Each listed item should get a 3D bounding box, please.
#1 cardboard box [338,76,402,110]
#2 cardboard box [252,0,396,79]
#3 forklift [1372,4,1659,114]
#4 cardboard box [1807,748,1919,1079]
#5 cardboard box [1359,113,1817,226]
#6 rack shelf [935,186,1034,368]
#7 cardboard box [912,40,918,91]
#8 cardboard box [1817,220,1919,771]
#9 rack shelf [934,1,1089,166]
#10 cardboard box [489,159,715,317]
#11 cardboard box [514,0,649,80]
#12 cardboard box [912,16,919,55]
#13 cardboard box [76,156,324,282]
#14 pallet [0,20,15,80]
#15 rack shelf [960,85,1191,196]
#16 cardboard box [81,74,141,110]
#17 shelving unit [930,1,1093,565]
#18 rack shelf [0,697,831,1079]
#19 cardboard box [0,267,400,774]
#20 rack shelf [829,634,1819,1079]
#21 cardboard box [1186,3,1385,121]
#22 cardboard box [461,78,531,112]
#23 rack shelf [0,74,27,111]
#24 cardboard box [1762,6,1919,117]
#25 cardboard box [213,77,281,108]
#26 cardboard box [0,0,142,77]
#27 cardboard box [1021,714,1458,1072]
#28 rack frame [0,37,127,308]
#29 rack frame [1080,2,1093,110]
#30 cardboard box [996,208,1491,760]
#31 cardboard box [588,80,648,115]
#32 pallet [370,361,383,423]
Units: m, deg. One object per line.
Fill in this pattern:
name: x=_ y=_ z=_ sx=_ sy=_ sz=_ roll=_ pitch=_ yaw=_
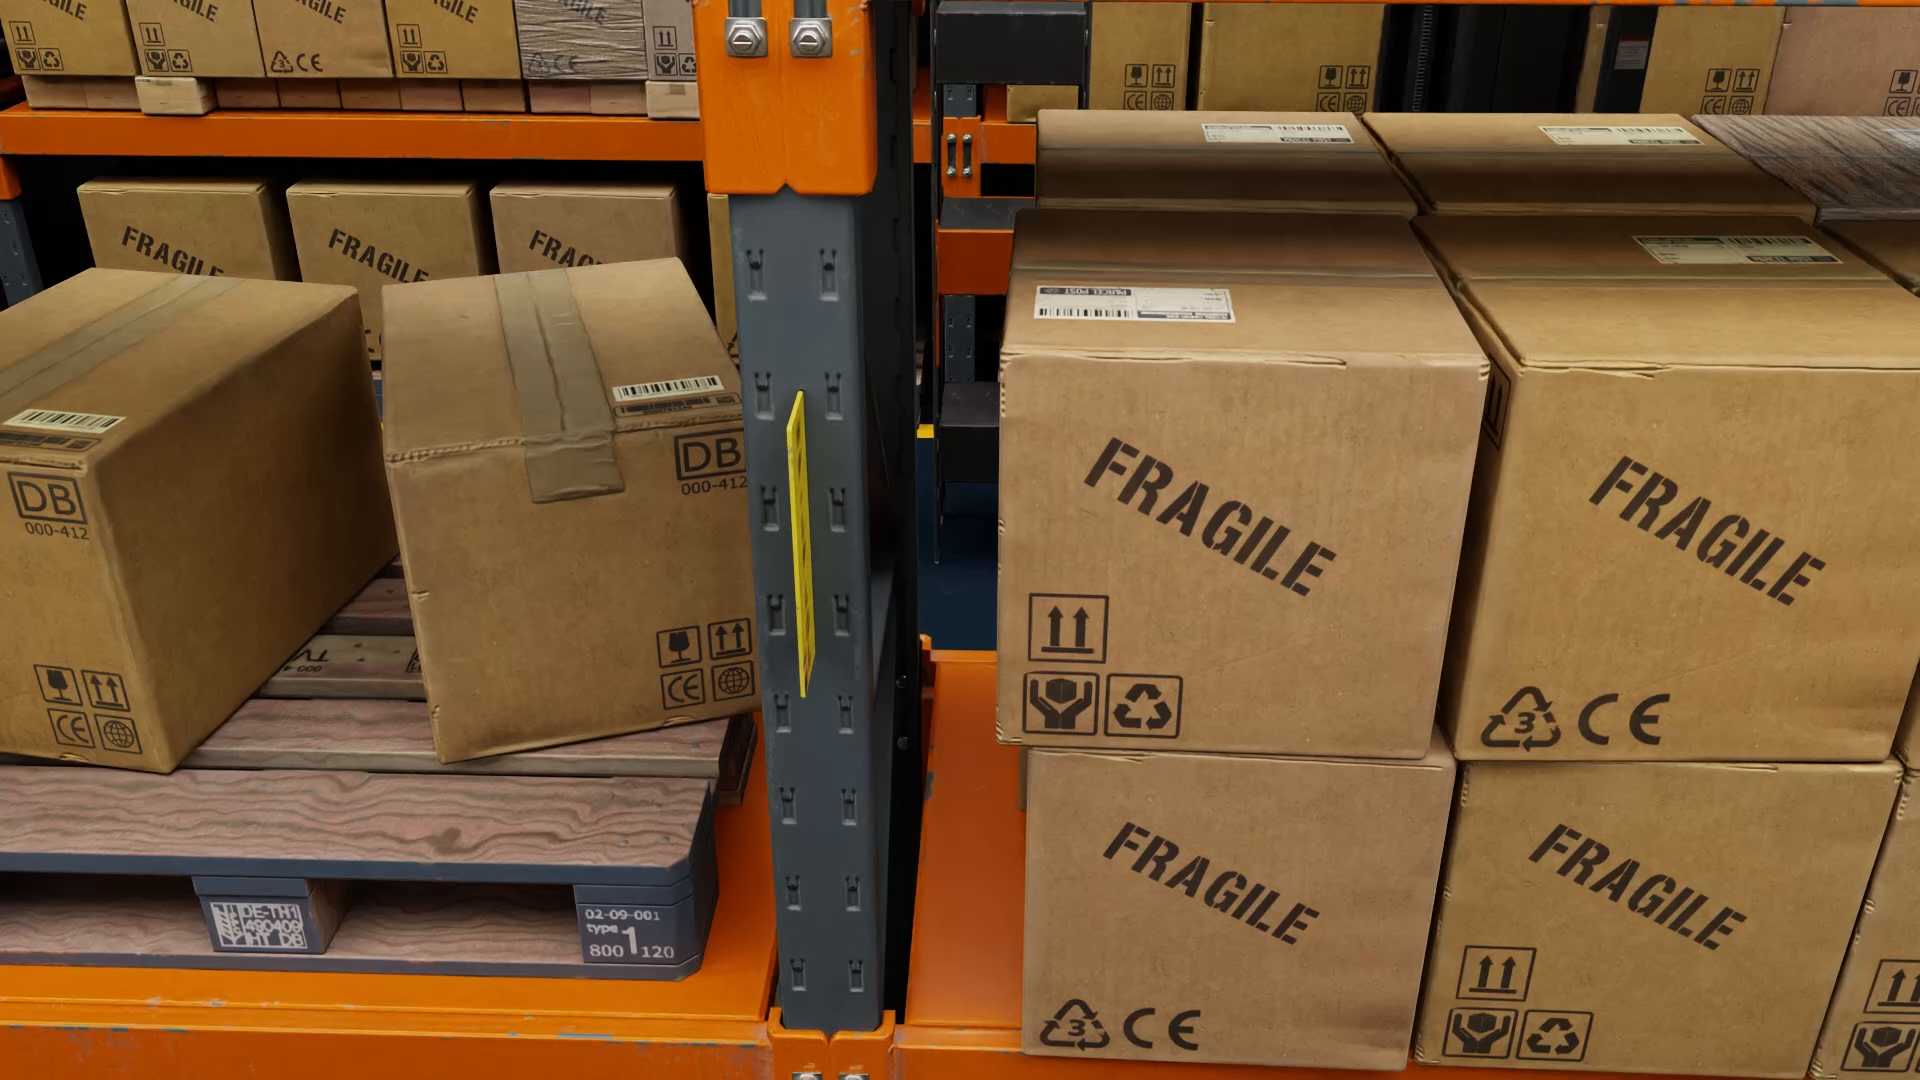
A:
cardboard box: x=-2.373 y=-1.901 z=6.880 sx=0.250 sy=0.149 sz=0.380 roll=1 pitch=28 yaw=3
cardboard box: x=-2.486 y=-2.160 z=6.676 sx=0.500 sy=0.500 sz=0.500 roll=1 pitch=28 yaw=2
forklift: x=2.172 y=-1.276 z=5.528 sx=3.031 sy=2.935 sz=1.130 roll=-2 pitch=28 yaw=-3
cardboard box: x=1.357 y=0.368 z=2.247 sx=0.500 sy=0.500 sz=0.500 roll=1 pitch=28 yaw=2
cardboard box: x=0.872 y=-0.332 z=2.499 sx=0.500 sy=0.500 sz=0.500 roll=0 pitch=28 yaw=1
rack shelf: x=0.165 y=-0.913 z=5.759 sx=0.480 sy=0.518 sz=0.431 roll=1 pitch=28 yaw=2
cardboard box: x=-0.311 y=-2.055 z=7.171 sx=0.250 sy=0.149 sz=0.380 roll=0 pitch=28 yaw=0
cardboard box: x=1.336 y=-0.070 z=2.004 sx=0.500 sy=0.500 sz=0.500 roll=0 pitch=28 yaw=0
rack shelf: x=0.165 y=-1.531 z=5.432 sx=0.480 sy=0.518 sz=0.431 roll=1 pitch=28 yaw=2
cardboard box: x=-1.526 y=-1.258 z=7.267 sx=0.750 sy=0.750 sz=0.750 roll=2 pitch=28 yaw=3
cardboard box: x=-1.466 y=-2.149 z=6.656 sx=0.500 sy=0.500 sz=0.500 roll=1 pitch=28 yaw=2
cardboard box: x=-0.434 y=-2.369 z=7.070 sx=0.500 sy=0.500 sz=0.500 roll=0 pitch=28 yaw=0
cardboard box: x=-3.251 y=-1.287 z=7.322 sx=0.750 sy=0.750 sz=0.750 roll=1 pitch=28 yaw=1
pallet: x=-4.697 y=-2.002 z=7.029 sx=1.003 sy=0.211 sz=1.213 roll=1 pitch=28 yaw=2
rack shelf: x=2.015 y=-1.708 z=7.037 sx=4.000 sy=0.370 sz=1.077 roll=1 pitch=28 yaw=2
cardboard box: x=-3.409 y=-1.901 z=6.880 sx=0.250 sy=0.149 sz=0.380 roll=1 pitch=28 yaw=2
shelving unit: x=0.165 y=-0.925 z=5.753 sx=0.503 sy=2.100 sz=0.431 roll=1 pitch=28 yaw=2
rack shelf: x=-2.153 y=0.545 z=2.788 sx=4.000 sy=0.370 sz=1.077 roll=1 pitch=28 yaw=2
cardboard box: x=-1.310 y=-0.064 z=2.613 sx=0.500 sy=0.500 sz=0.700 roll=5 pitch=28 yaw=10
rack shelf: x=1.844 y=0.611 z=2.663 sx=4.000 sy=0.370 sz=1.077 roll=1 pitch=28 yaw=2
cardboard box: x=1.287 y=-2.160 z=6.802 sx=0.700 sy=0.700 sz=0.980 roll=0 pitch=28 yaw=0
cardboard box: x=-1.864 y=-1.881 z=6.843 sx=0.250 sy=0.149 sz=0.380 roll=2 pitch=28 yaw=3
rack shelf: x=-5.980 y=-1.840 z=7.287 sx=4.000 sy=0.370 sz=1.077 roll=1 pitch=28 yaw=2
cardboard box: x=3.504 y=-2.129 z=6.743 sx=0.700 sy=0.700 sz=0.980 roll=2 pitch=28 yaw=4
cardboard box: x=-2.890 y=-1.910 z=6.898 sx=0.250 sy=0.149 sz=0.380 roll=1 pitch=28 yaw=1
cardboard box: x=-3.505 y=-2.182 z=6.717 sx=0.500 sy=0.500 sz=0.500 roll=2 pitch=28 yaw=3
cardboard box: x=0.345 y=0.352 z=2.277 sx=0.500 sy=0.500 sz=0.500 roll=2 pitch=28 yaw=3
rack frame: x=-3.981 y=-2.125 z=7.056 sx=0.127 sy=3.000 sz=1.000 roll=1 pitch=28 yaw=2
rack frame: x=0.409 y=-0.921 z=5.745 sx=0.015 sy=2.100 sz=0.400 roll=1 pitch=28 yaw=2
cardboard box: x=0.306 y=-0.087 z=2.036 sx=0.500 sy=0.500 sz=0.500 roll=2 pitch=28 yaw=3
cardboard box: x=-1.350 y=-1.860 z=6.803 sx=0.250 sy=0.149 sz=0.380 roll=1 pitch=28 yaw=2
pallet: x=-1.980 y=-0.823 z=7.578 sx=1.213 sy=0.211 sz=1.003 roll=1 pitch=28 yaw=2
